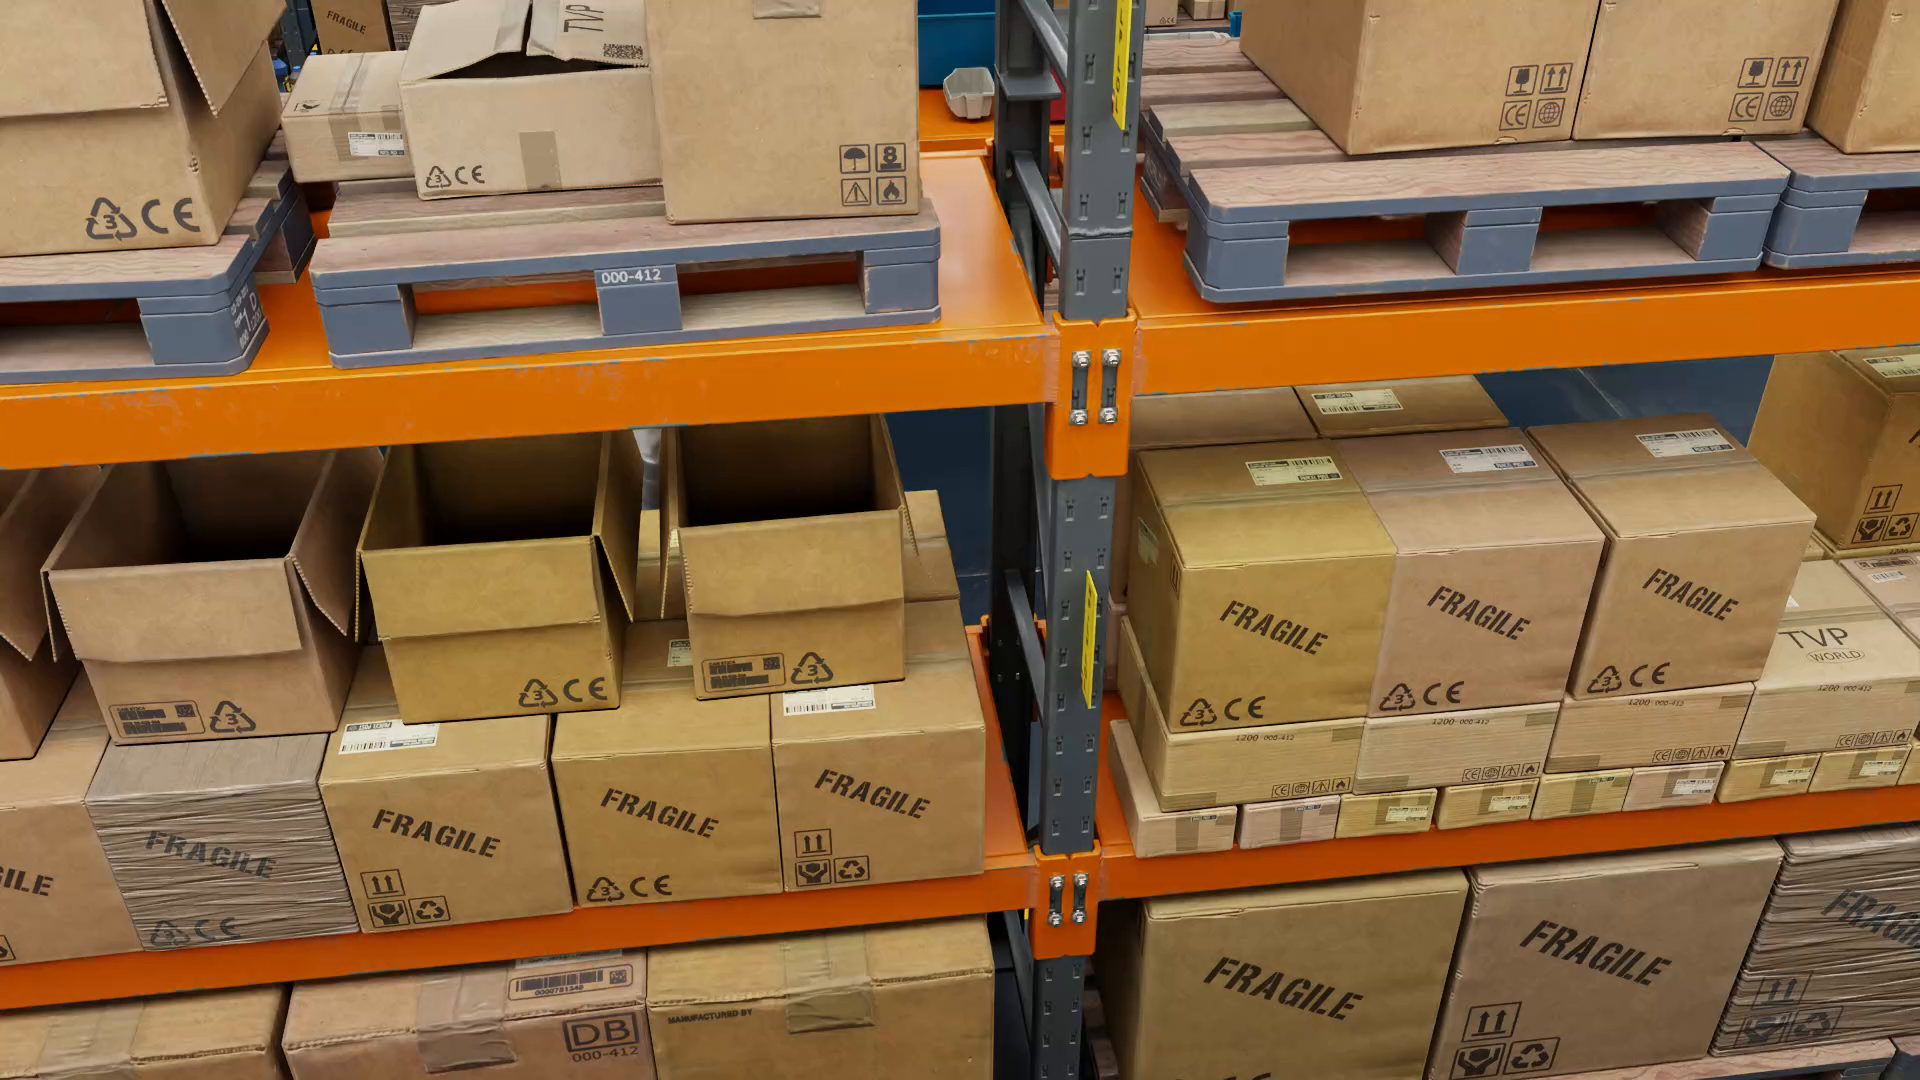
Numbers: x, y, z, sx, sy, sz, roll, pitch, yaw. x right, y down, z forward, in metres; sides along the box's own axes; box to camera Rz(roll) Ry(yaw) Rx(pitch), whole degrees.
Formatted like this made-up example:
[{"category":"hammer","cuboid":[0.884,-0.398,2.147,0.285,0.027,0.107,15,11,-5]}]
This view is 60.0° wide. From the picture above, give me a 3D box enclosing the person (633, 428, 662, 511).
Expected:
[{"category":"person","cuboid":[-1.132,-0.439,6.775,0.588,1.746,0.436,-6,35,-8]}]
